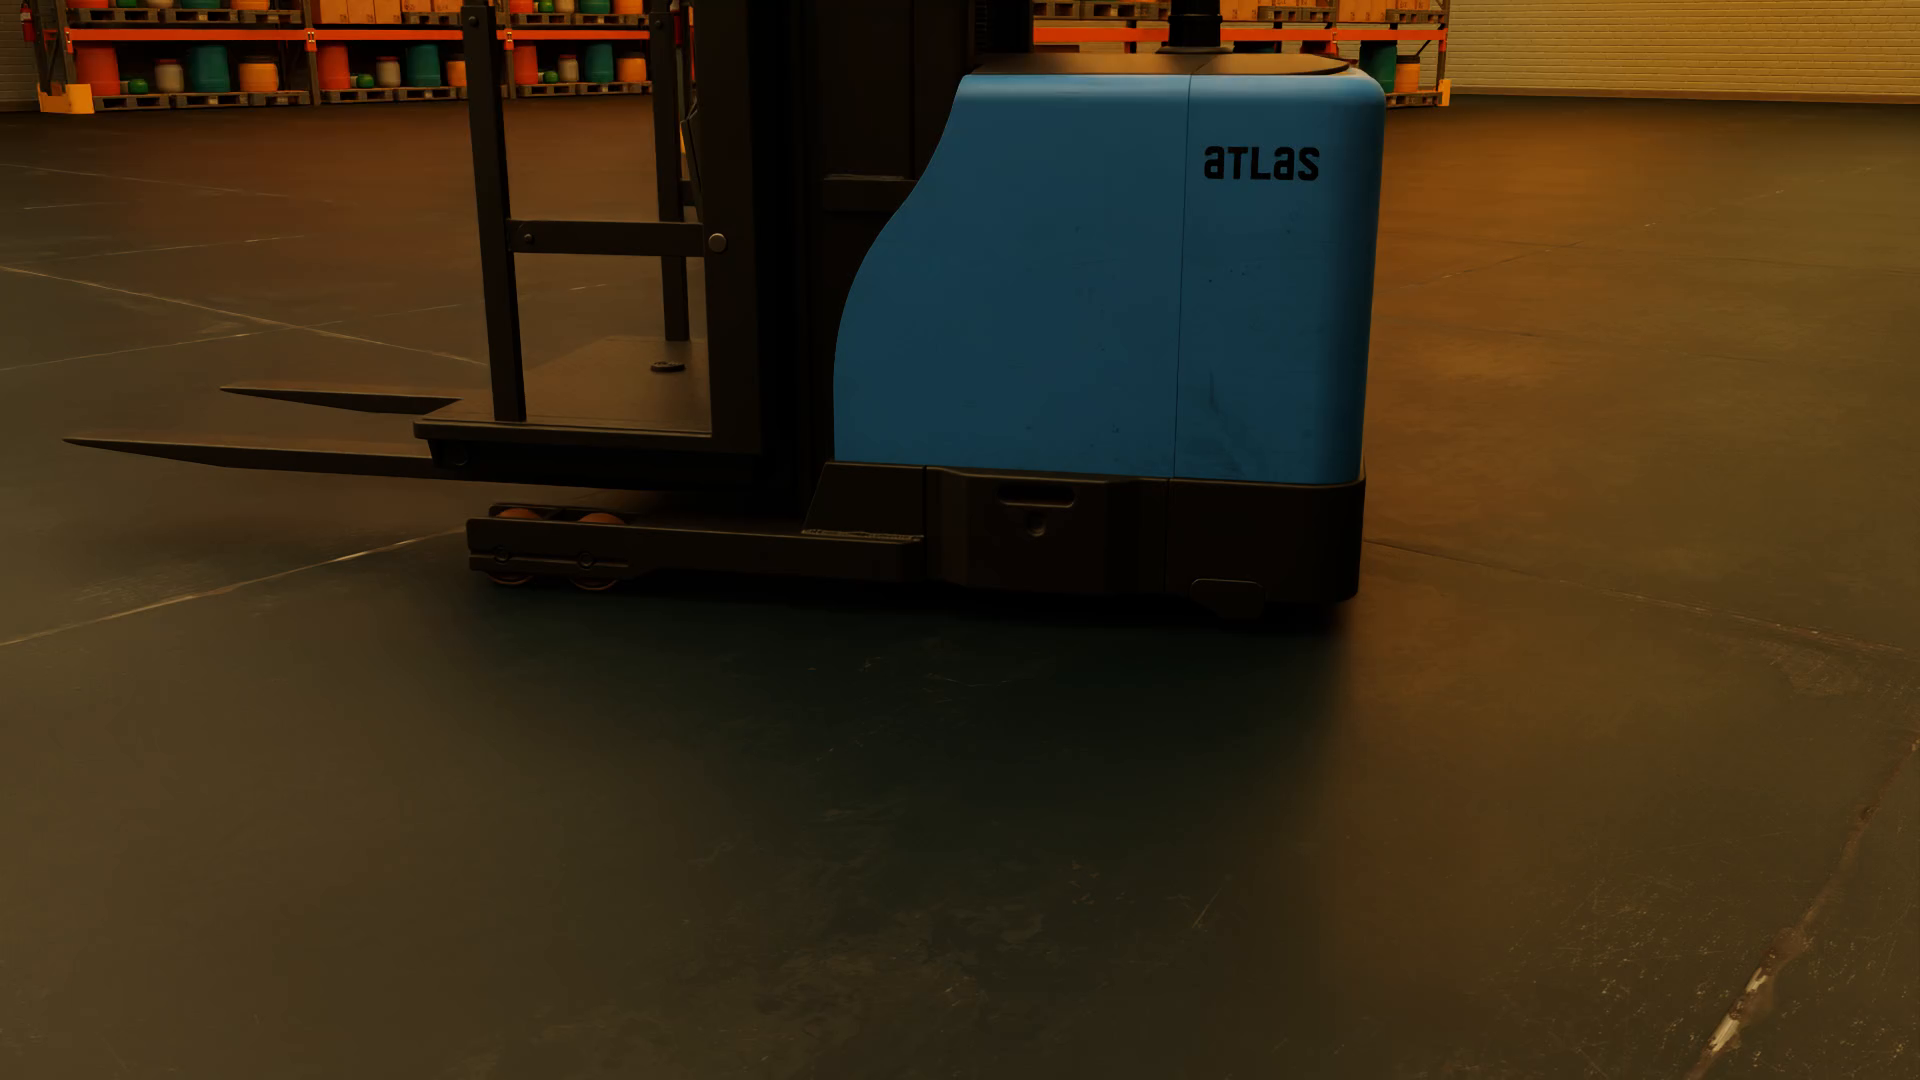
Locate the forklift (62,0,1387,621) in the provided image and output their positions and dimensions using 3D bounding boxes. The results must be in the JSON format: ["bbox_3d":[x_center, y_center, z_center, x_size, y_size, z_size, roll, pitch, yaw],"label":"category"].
[{"bbox_3d":[-0.598,-1.438,3.633,3.031,2.935,1.130,3,17,11],"label":"forklift"}]
